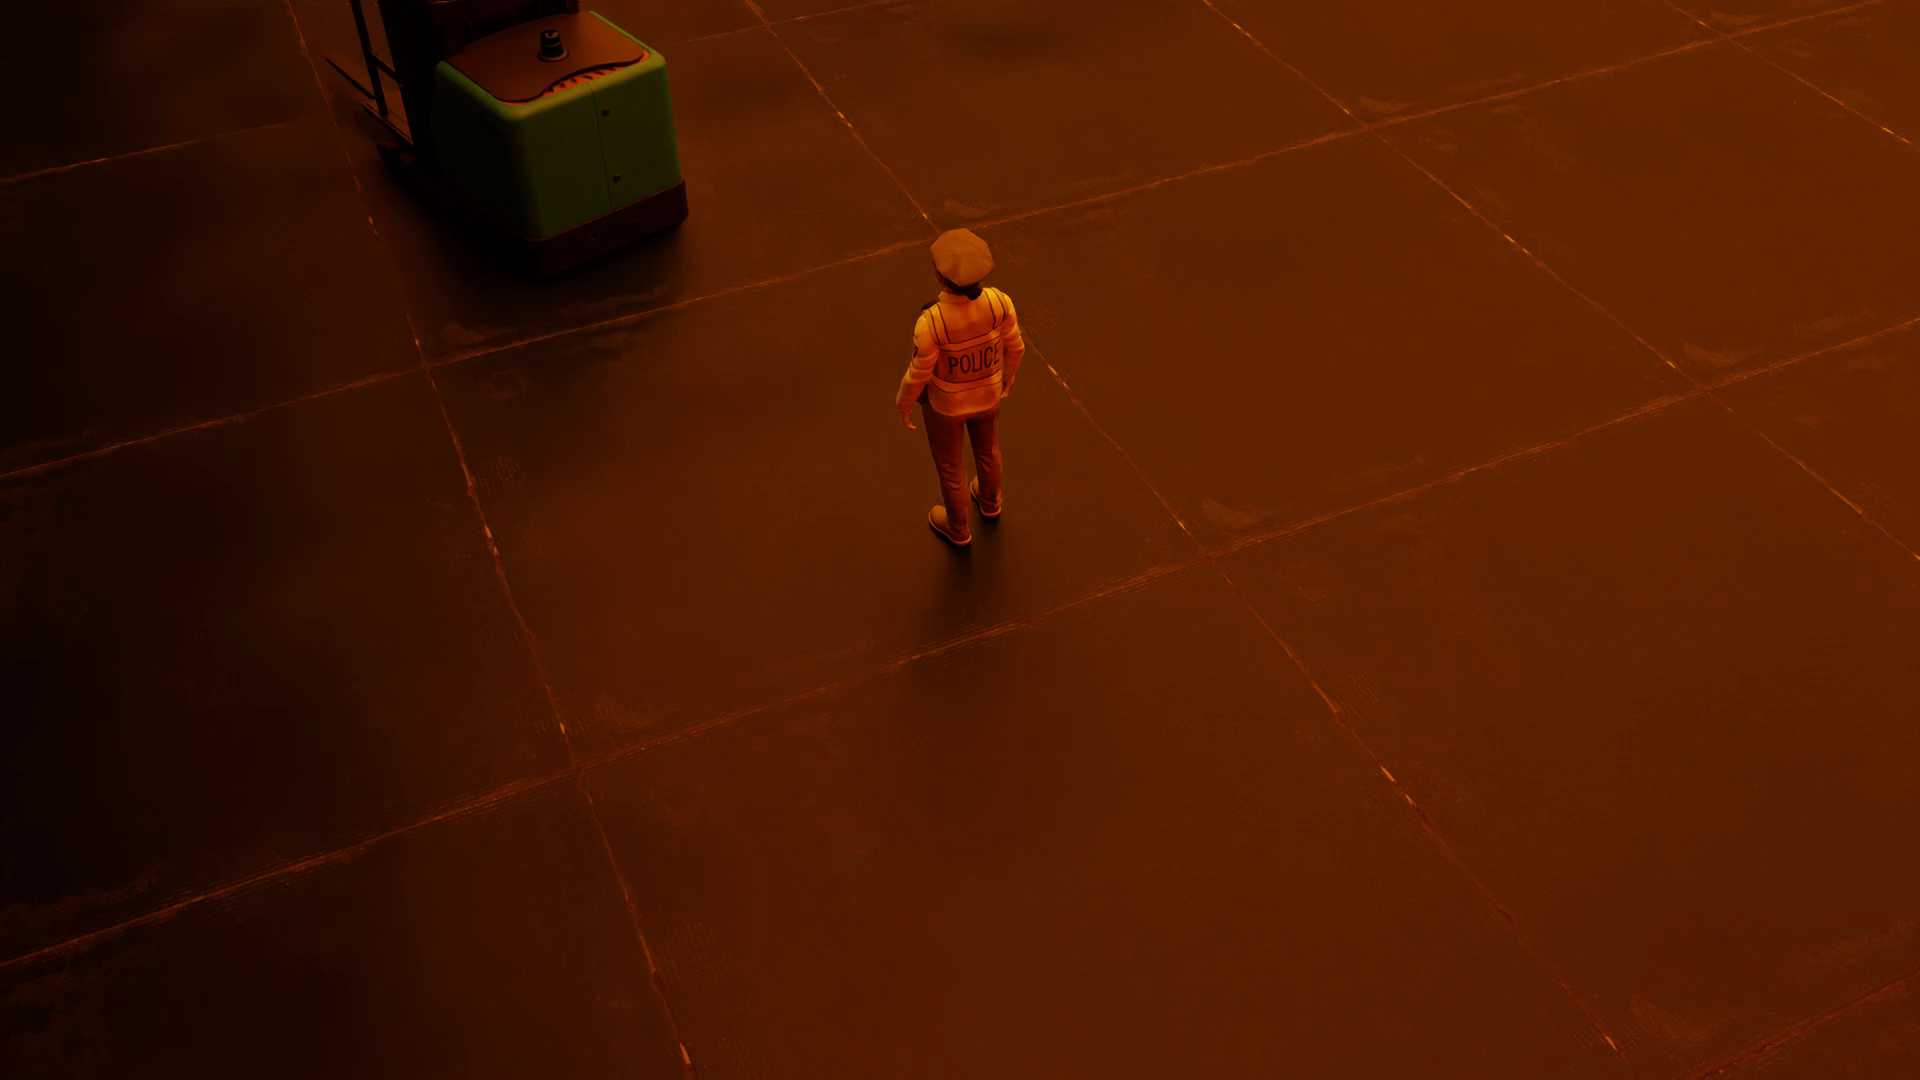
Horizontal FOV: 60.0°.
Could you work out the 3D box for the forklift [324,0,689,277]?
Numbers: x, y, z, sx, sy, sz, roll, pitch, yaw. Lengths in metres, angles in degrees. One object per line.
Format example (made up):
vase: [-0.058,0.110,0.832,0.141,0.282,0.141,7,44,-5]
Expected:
forklift: [-2.939,-3.474,9.403,1.130,2.935,3.031,-31,51,-29]

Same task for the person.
person: [-0.023,-0.669,7.293,0.588,1.695,0.531,-18,46,-18]
